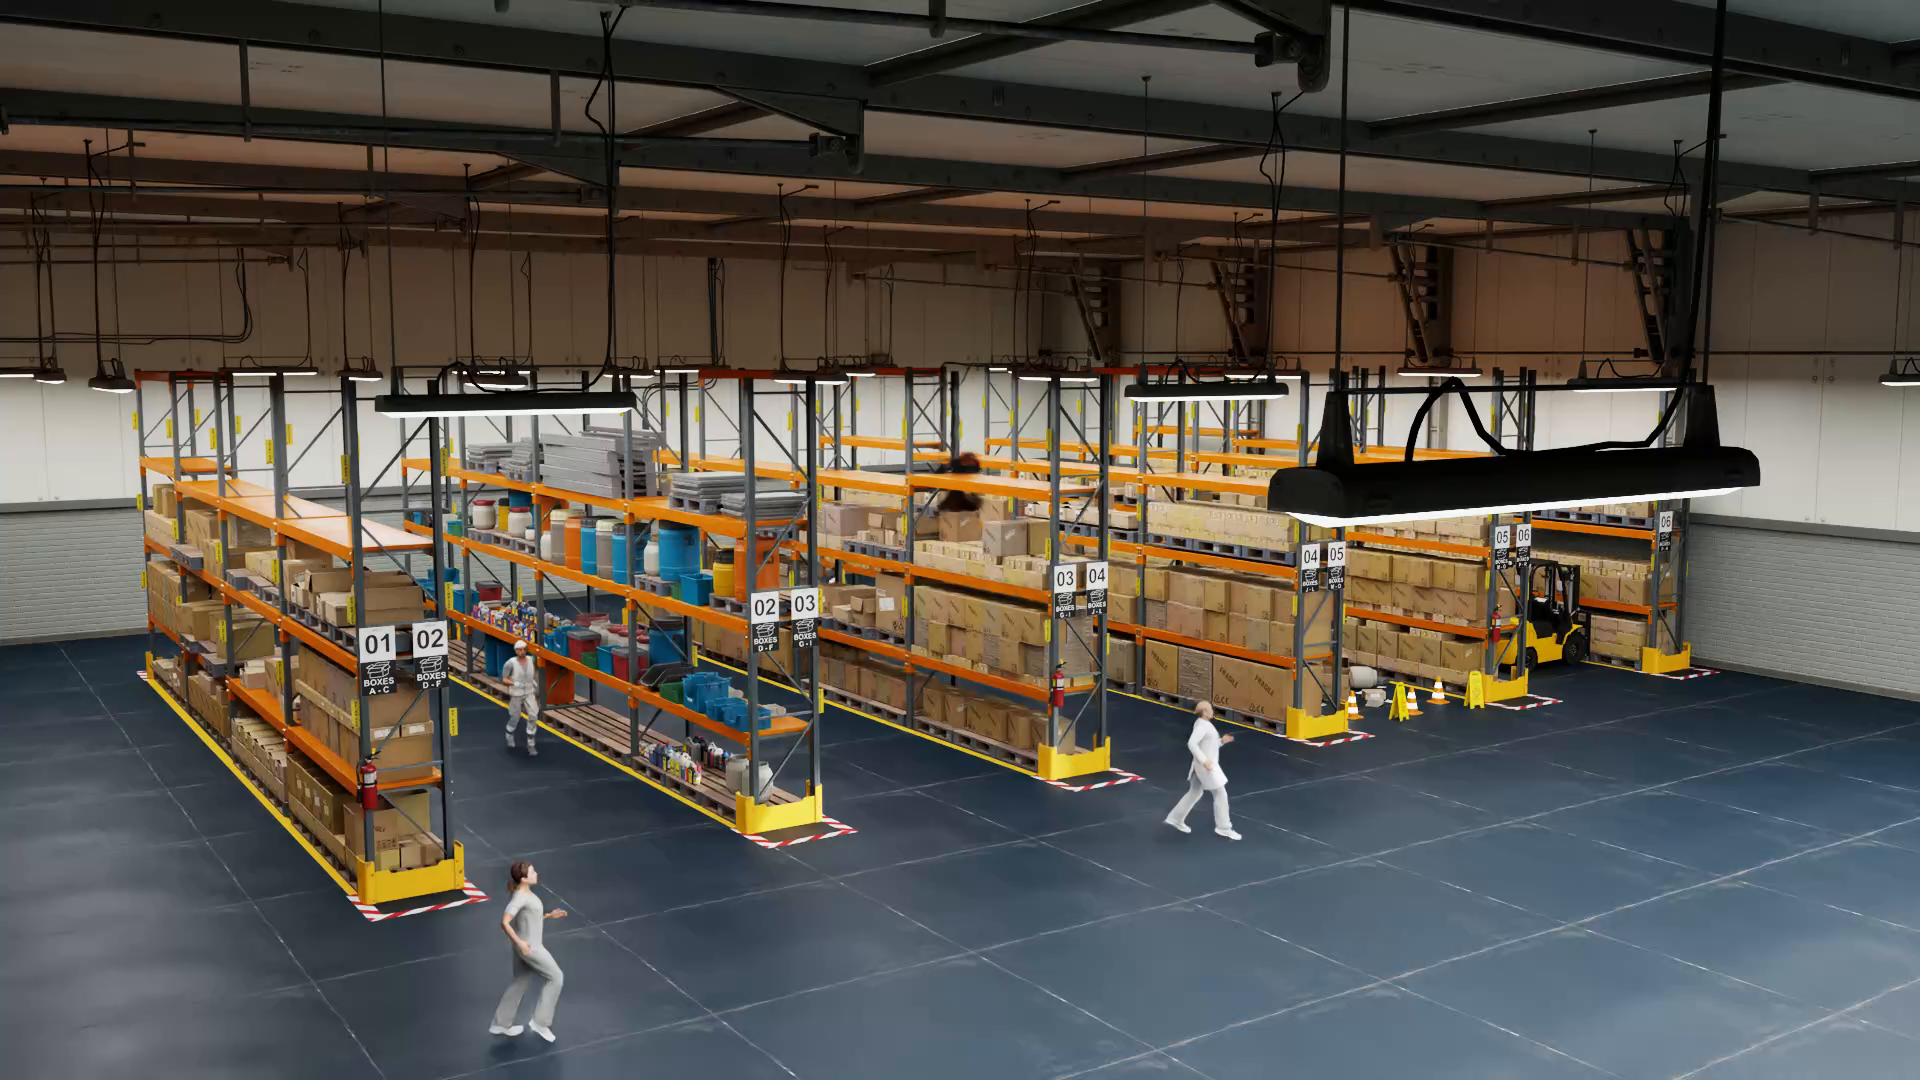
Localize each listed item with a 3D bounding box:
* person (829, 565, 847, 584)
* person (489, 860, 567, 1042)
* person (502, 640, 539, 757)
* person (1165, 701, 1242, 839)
[{"bbox_3d":[-2.636,1.360,36.777,0.609,1.651,0.560,-5,8,-35],"label":"person"},{"bbox_3d":[-3.973,3.784,15.283,0.726,1.711,0.532,-3,7,-21],"label":"person"},{"bbox_3d":[-6.958,2.480,26.329,0.608,1.833,0.855,-4,8,-33],"label":"person"},{"bbox_3d":[3.179,3.036,21.632,0.973,1.722,0.689,-1,6,-6],"label":"person"}]
